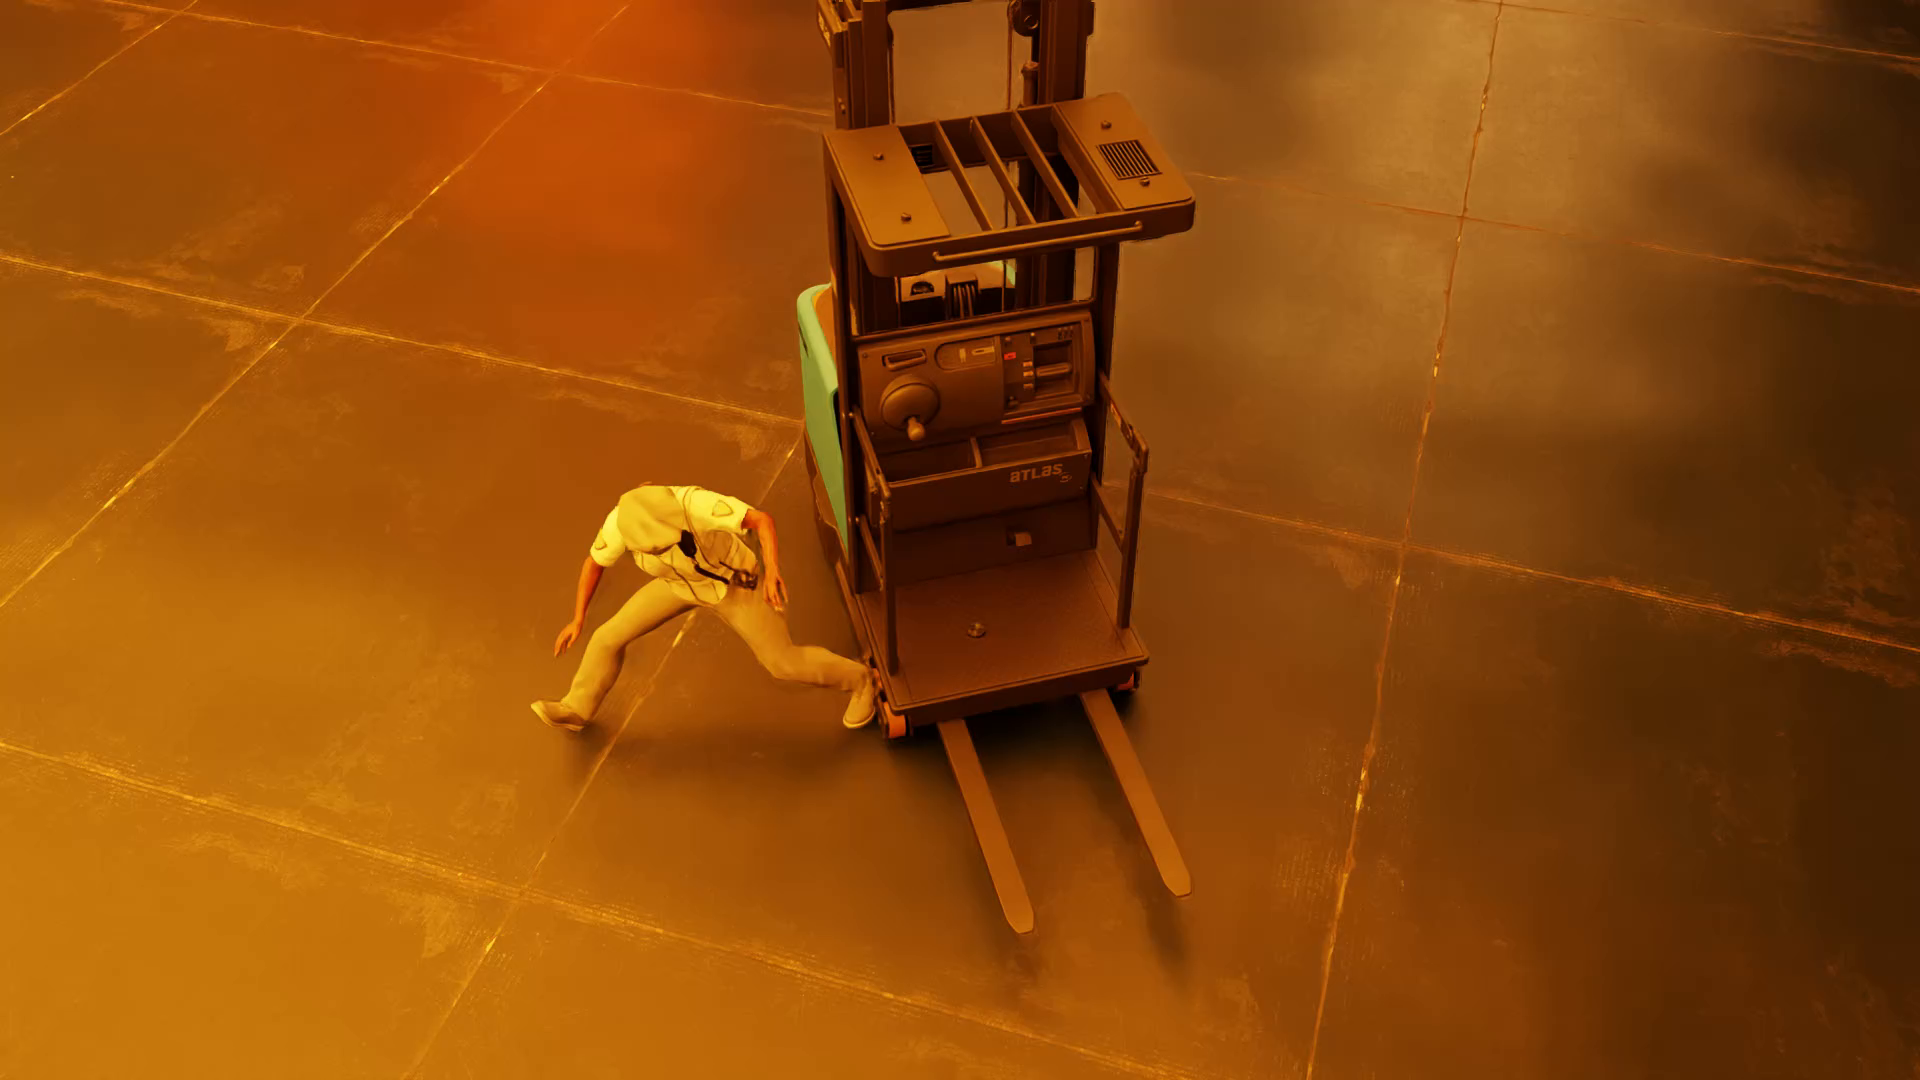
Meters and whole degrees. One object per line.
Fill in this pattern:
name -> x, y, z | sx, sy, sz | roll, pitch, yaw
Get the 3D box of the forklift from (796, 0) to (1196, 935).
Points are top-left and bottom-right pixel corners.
forklift -> 0.130, -0.544, 6.273 | 1.130, 2.935, 3.031 | -11, 44, -11

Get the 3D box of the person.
person -> -1.036, 0.273, 6.567 | 1.287, 1.340, 0.800 | 14, 45, 15
